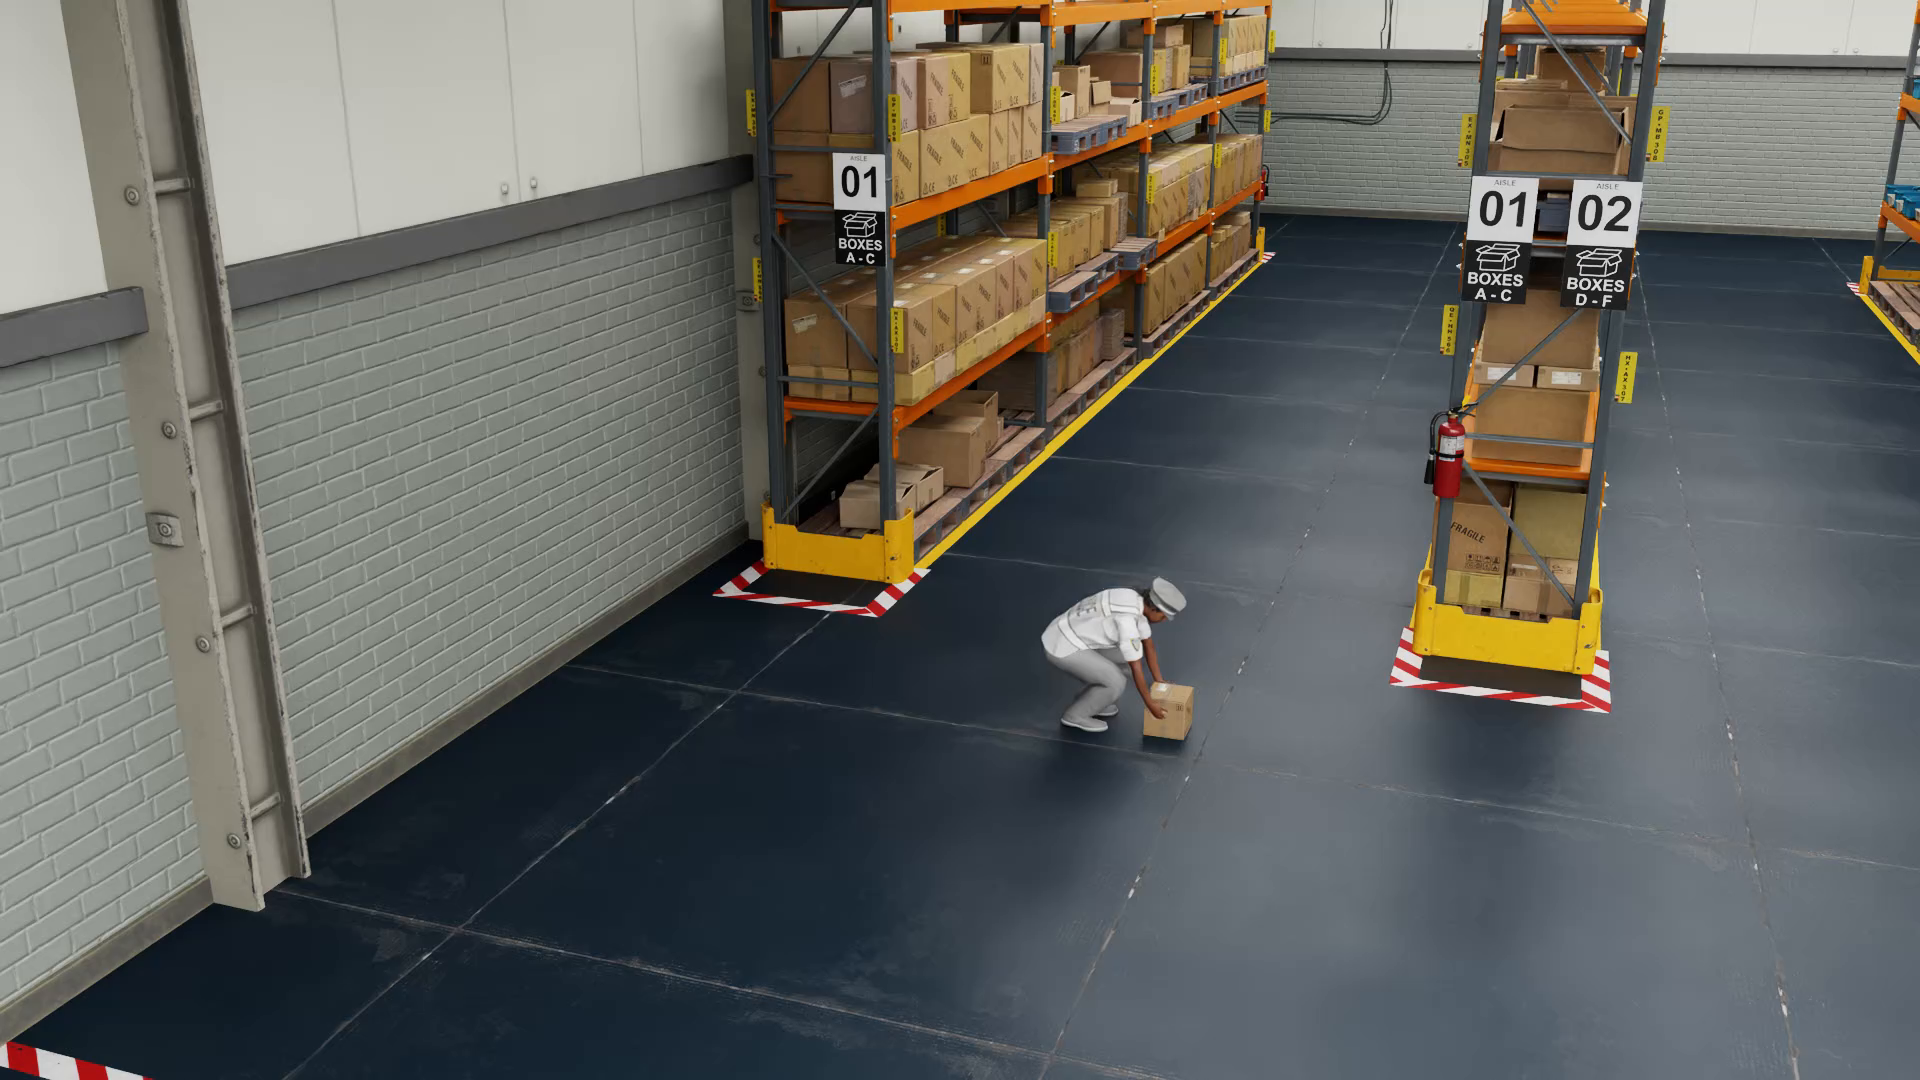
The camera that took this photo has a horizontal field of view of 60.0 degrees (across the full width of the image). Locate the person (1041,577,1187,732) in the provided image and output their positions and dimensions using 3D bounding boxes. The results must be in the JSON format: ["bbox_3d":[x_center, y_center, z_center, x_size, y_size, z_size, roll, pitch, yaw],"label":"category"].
[{"bbox_3d":[0.937,0.680,10.186,0.861,0.947,0.484,6,20,18],"label":"person"}]
